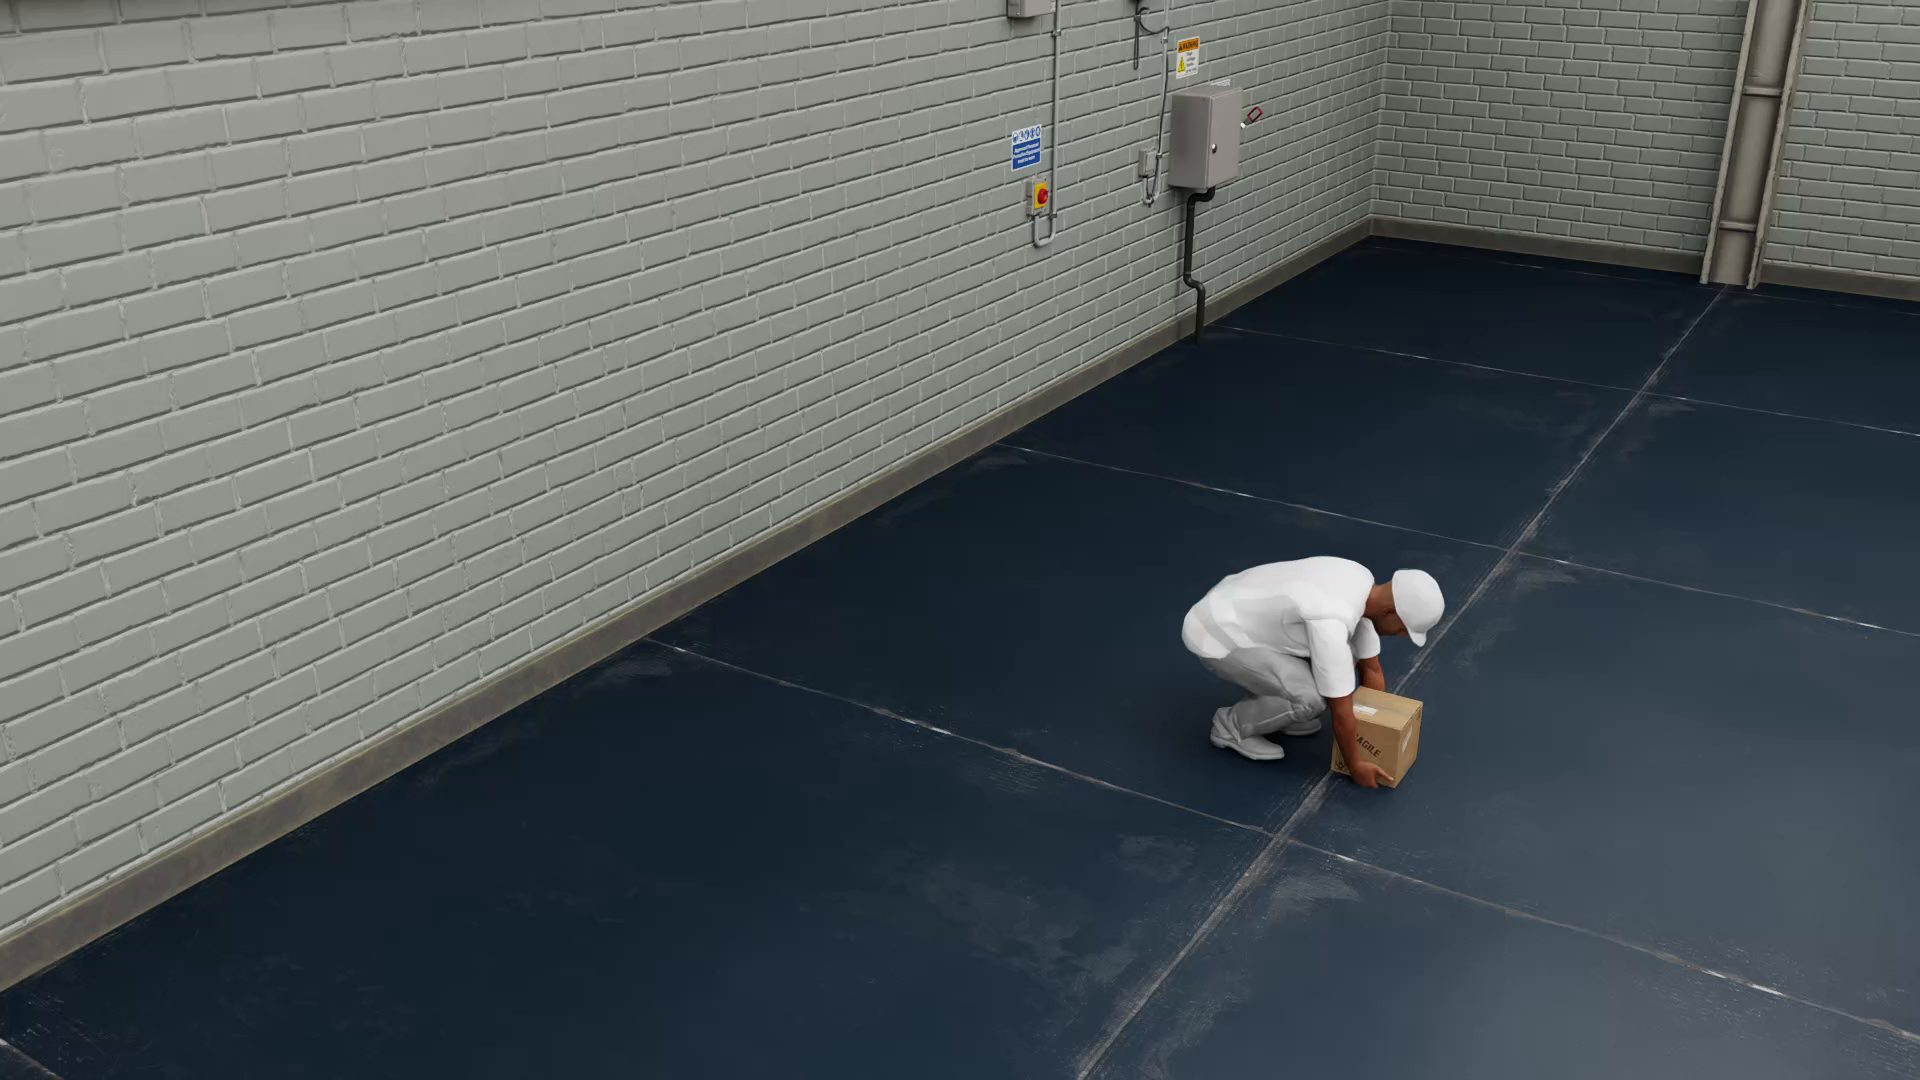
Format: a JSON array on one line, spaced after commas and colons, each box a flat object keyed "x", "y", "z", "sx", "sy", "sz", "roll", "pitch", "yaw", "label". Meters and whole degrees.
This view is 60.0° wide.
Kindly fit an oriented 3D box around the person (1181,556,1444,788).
[{"x": 1.327, "y": 0.455, "z": 6.322, "sx": 0.937, "sy": 0.879, "sz": 0.544, "roll": 13, "pitch": 26, "yaw": 28, "label": "person"}]
